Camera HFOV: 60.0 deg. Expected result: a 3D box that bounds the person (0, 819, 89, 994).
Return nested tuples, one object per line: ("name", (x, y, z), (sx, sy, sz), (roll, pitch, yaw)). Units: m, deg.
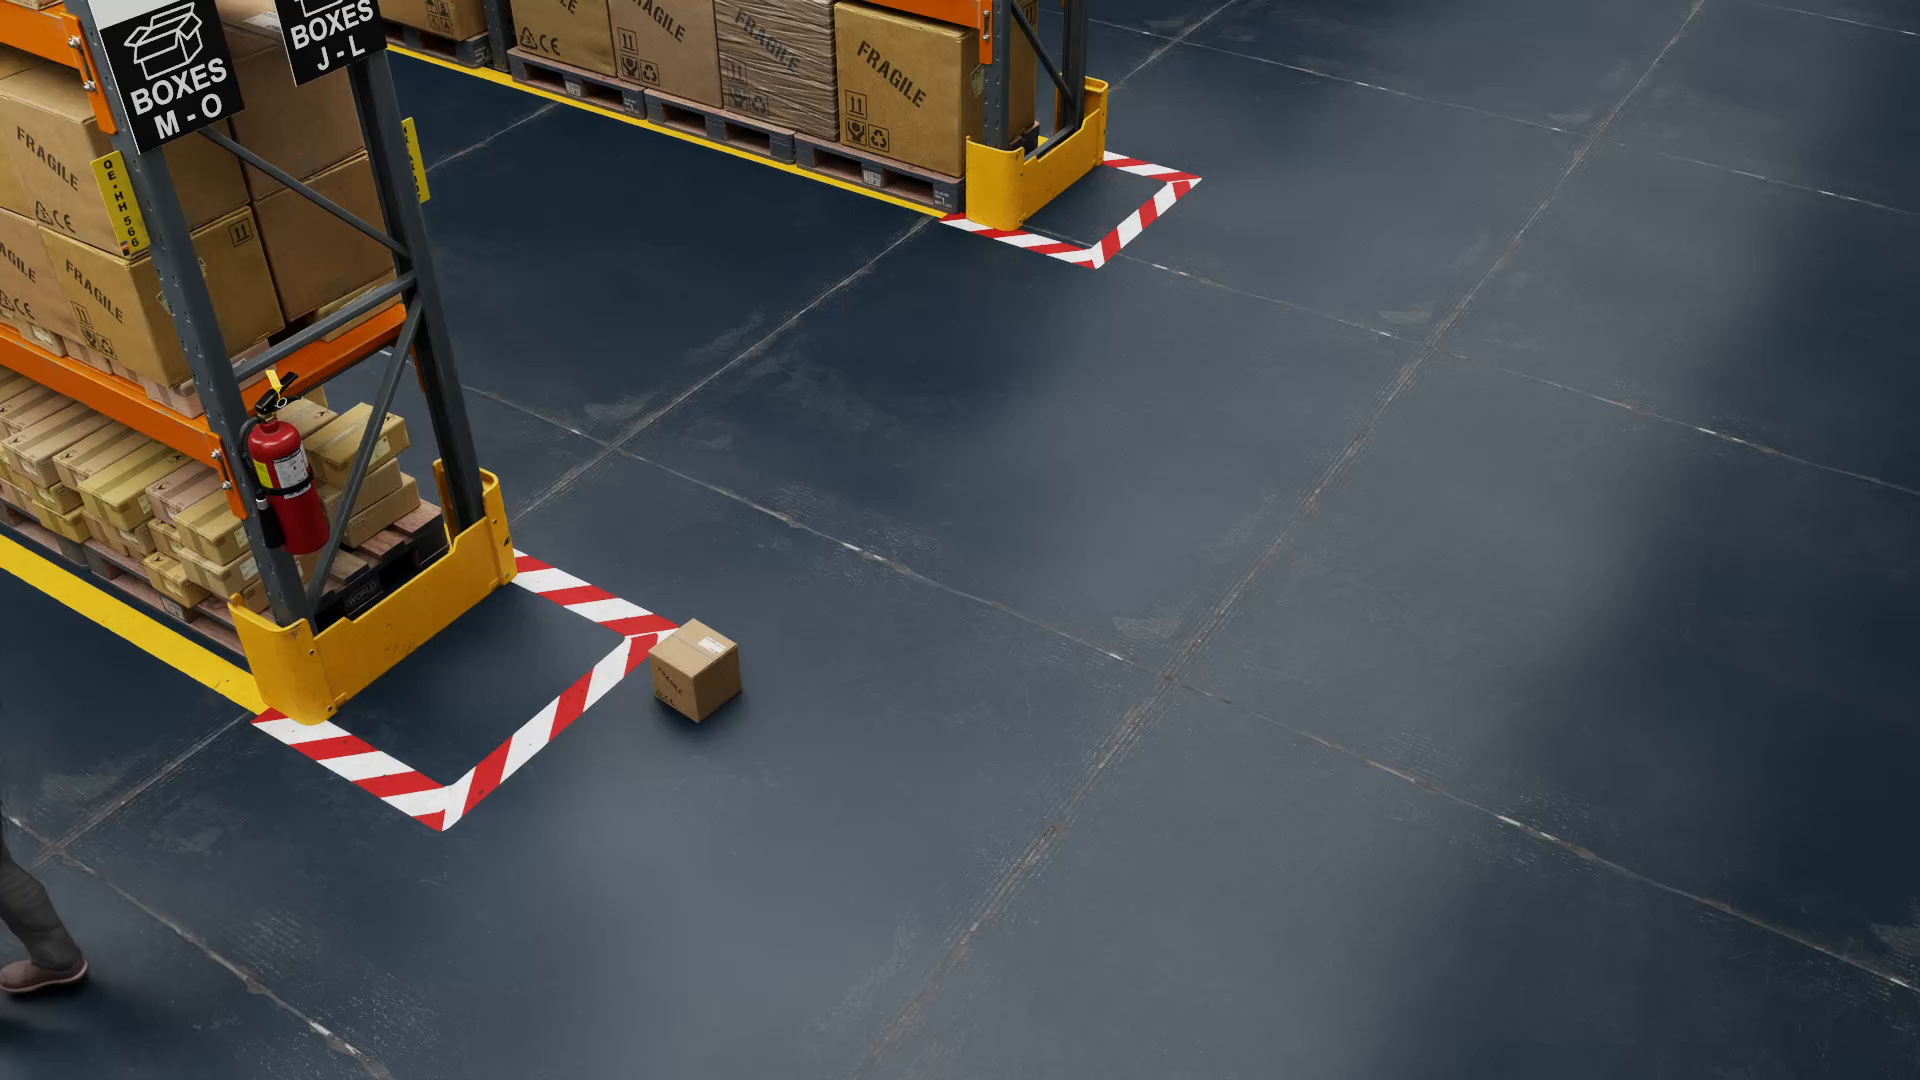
("person", (-3.217, 0.831, 5.138), (0.598, 1.706, 0.534), (7, 39, 9))
